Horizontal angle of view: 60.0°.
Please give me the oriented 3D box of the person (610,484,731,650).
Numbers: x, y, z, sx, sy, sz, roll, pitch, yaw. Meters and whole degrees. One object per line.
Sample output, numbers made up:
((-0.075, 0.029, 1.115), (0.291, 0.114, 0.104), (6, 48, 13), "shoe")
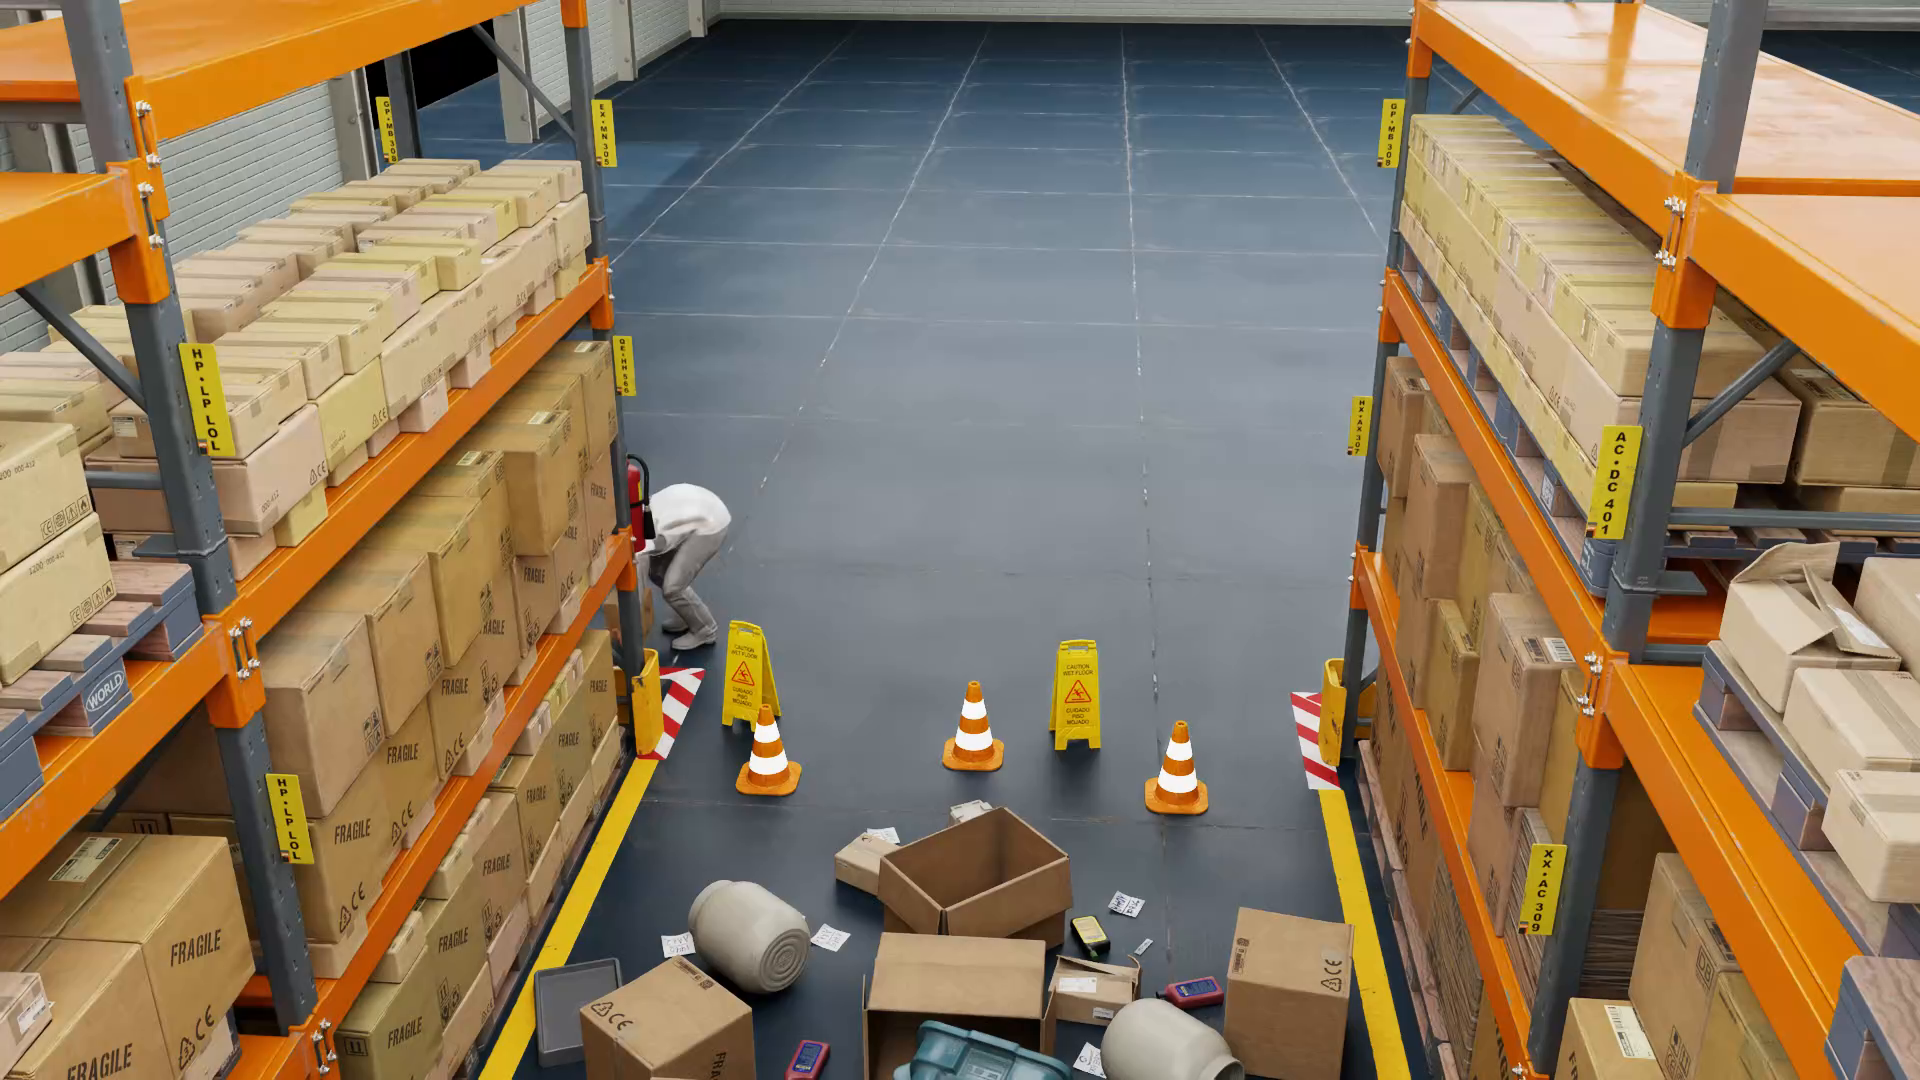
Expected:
((-1.932, 0.189, 10.461), (1.002, 1.029, 0.499), (-11, 27, -23), "person")
